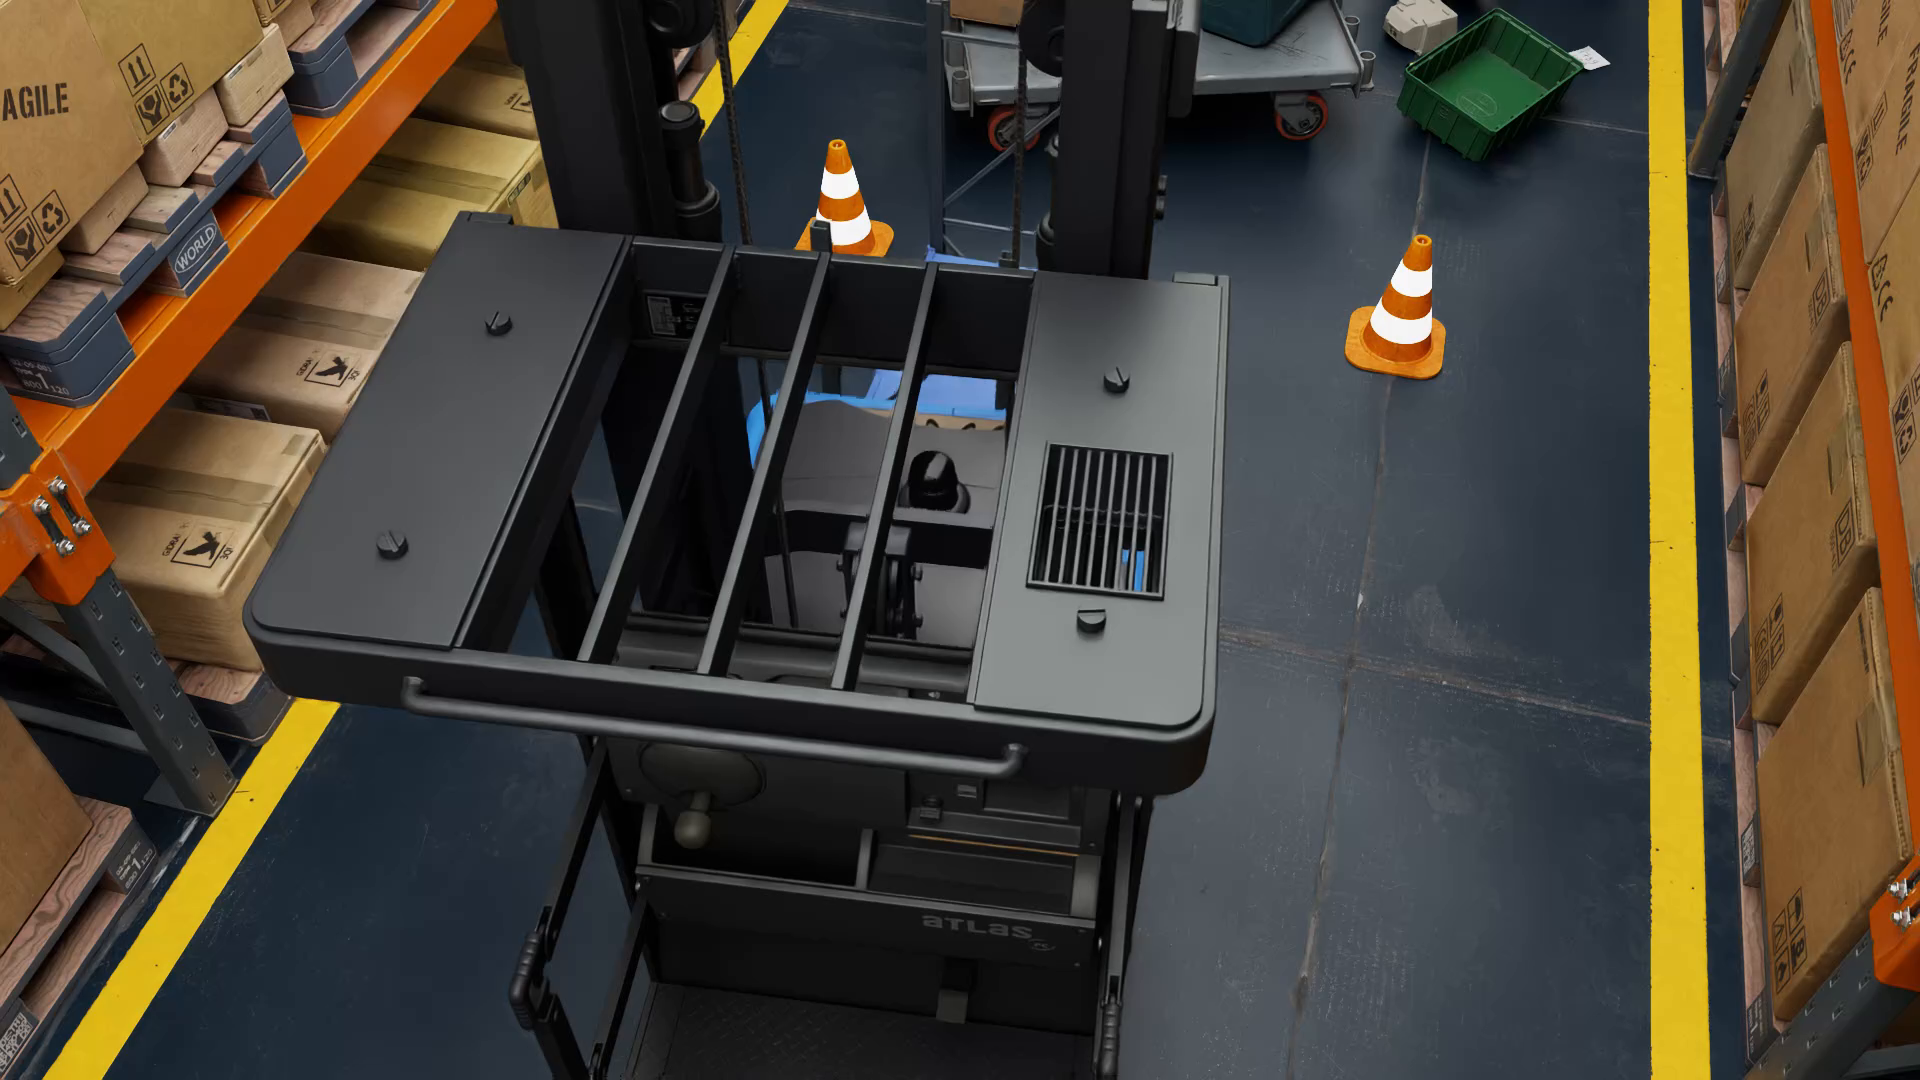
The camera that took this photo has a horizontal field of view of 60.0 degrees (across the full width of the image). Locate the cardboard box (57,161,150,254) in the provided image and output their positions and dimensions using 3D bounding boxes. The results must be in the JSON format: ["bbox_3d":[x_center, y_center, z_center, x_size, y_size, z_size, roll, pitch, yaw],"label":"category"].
[{"bbox_3d":[-2.141,-0.819,3.860,0.380,0.149,0.250,9,49,8],"label":"cardboard box"}]

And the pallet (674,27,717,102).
[{"bbox_3d":[-1.663,-1.774,6.675,1.003,0.211,1.213,12,50,10],"label":"pallet"}]

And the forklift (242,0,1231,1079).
[{"bbox_3d":[-0.210,0.497,2.857,1.130,2.935,3.031,6,49,5],"label":"forklift"}]

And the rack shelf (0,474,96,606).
[{"bbox_3d":[-3.039,1.318,2.566,1.077,0.370,4.000,12,50,10],"label":"rack shelf"}]

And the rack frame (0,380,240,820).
[{"bbox_3d":[-2.512,-0.367,3.573,1.000,3.000,0.127,12,50,10],"label":"rack frame"}]

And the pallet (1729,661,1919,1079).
[{"bbox_3d":[2.570,0.904,4.311,1.003,0.211,1.213,12,50,10],"label":"pallet"}]

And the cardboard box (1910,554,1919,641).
[{"bbox_3d":[2.149,0.125,3.073,0.500,0.500,0.500,12,50,10],"label":"cardboard box"}]

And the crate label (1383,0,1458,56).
[{"bbox_3d":[1.973,-2.209,7.108,0.298,0.136,0.250,-19,51,-16],"label":"crate label"}]

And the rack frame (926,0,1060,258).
[{"bbox_3d":[0.152,-0.938,5.078,0.500,1.500,0.032,11,50,10],"label":"rack frame"}]

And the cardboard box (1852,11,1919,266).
[{"bbox_3d":[2.544,-0.969,4.038,0.500,0.500,0.500,12,50,11],"label":"cardboard box"}]

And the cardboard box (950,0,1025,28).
[{"bbox_3d":[0.266,-2.354,6.489,0.500,0.500,0.500,12,50,10],"label":"cardboard box"}]

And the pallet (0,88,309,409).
[{"bbox_3d":[-2.427,-0.840,4.119,1.213,0.211,1.003,12,50,10],"label":"pallet"}]

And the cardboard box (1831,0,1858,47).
[{"bbox_3d":[2.812,-1.697,4.680,0.500,0.500,0.500,12,50,10],"label":"cardboard box"}]

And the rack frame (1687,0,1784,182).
[{"bbox_3d":[3.343,-2.357,5.329,1.000,3.000,0.127,12,50,10],"label":"rack frame"}]

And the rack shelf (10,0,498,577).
[{"bbox_3d":[-1.986,-1.576,5.120,1.077,0.370,4.000,12,50,10],"label":"rack shelf"}]

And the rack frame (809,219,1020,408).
[{"bbox_3d":[-0.108,-0.201,4.427,0.500,1.500,0.032,11,50,10],"label":"rack frame"}]

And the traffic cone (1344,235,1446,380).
[{"bbox_3d":[1.533,-0.845,5.687,0.336,0.463,0.334,12,50,10],"label":"traffic cone"}]

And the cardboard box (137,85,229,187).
[{"bbox_3d":[-2.024,-1.008,4.026,0.380,0.149,0.250,9,49,8],"label":"cardboard box"}]

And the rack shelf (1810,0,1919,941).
[{"bbox_3d":[2.816,-0.672,4.322,1.077,0.370,4.000,12,50,10],"label":"rack shelf"}]

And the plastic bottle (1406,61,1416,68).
[{"bbox_3d":[1.959,-1.882,6.870,0.133,0.061,0.283,-11,50,-10],"label":"plastic bottle"}]

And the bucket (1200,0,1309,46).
[{"bbox_3d":[1.154,-2.330,6.475,0.726,0.611,0.620,28,64,22],"label":"bucket"}]

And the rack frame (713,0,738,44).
[{"bbox_3d":[-1.459,-3.260,6.127,1.000,3.000,0.127,12,50,10],"label":"rack frame"}]

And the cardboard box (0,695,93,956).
[{"bbox_3d":[-2.774,0.680,3.786,0.875,0.875,0.875,11,50,10],"label":"cardboard box"}]

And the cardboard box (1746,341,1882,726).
[{"bbox_3d":[2.764,0.086,4.394,1.050,0.750,0.750,12,50,11],"label":"cardboard box"}]

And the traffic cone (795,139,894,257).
[{"bbox_3d":[-0.435,-1.248,6.043,0.336,0.463,0.334,12,50,10],"label":"traffic cone"}]

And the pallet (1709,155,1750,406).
[{"bbox_3d":[3.212,-0.861,5.869,1.003,0.211,1.213,12,50,10],"label":"pallet"}]

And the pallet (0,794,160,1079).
[{"bbox_3d":[-2.792,1.111,4.129,1.003,0.211,1.213,12,50,10],"label":"pallet"}]

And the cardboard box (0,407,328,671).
[{"bbox_3d":[-2.354,-0.043,4.760,0.950,0.372,0.625,9,49,7],"label":"cardboard box"}]

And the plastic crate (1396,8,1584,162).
[{"bbox_3d":[2.124,-1.829,6.701,0.662,0.188,0.450,-37,68,-28],"label":"plastic crate"}]

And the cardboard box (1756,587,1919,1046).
[{"bbox_3d":[2.537,0.719,3.835,1.050,0.750,0.750,11,49,10],"label":"cardboard box"}]

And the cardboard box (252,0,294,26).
[{"bbox_3d":[-1.907,-1.681,4.188,0.500,0.500,0.500,12,50,11],"label":"cardboard box"}]

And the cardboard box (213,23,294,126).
[{"bbox_3d":[-1.932,-1.203,4.198,0.380,0.149,0.250,12,50,10],"label":"cardboard box"}]

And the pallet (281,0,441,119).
[{"bbox_3d":[-2.031,-1.744,4.916,1.003,0.211,1.213,12,50,10],"label":"pallet"}]

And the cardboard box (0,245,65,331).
[{"bbox_3d":[-2.247,-0.621,3.685,0.380,0.149,0.250,9,49,8],"label":"cardboard box"}]

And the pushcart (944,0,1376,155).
[{"bbox_3d":[0.753,-1.979,6.745,1.648,0.377,0.936,-4,49,-3],"label":"pushcart"}]

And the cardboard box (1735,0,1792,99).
[{"bbox_3d":[3.576,-2.234,6.358,0.875,0.875,0.875,12,50,11],"label":"cardboard box"}]

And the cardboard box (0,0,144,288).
[{"bbox_3d":[-2.171,-0.917,3.514,0.500,0.500,0.500,10,49,9],"label":"cardboard box"}]

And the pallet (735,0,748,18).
[{"bbox_3d":[-1.317,-2.830,7.607,1.003,0.211,1.213,12,50,10],"label":"pallet"}]

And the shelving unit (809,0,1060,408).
[{"bbox_3d":[0.022,-0.570,4.753,0.538,1.500,1.048,11,50,10],"label":"shelving unit"}]

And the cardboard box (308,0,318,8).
[{"bbox_3d":[-1.907,-1.605,4.553,0.380,0.149,0.250,13,50,12],"label":"cardboard box"}]

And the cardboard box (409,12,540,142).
[{"bbox_3d":[-1.781,-1.629,6.160,0.950,0.372,0.625,14,50,12],"label":"cardboard box"}]

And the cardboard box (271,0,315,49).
[{"bbox_3d":[-1.944,-1.393,4.366,0.380,0.149,0.250,14,50,12],"label":"cardboard box"}]

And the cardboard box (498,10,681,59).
[{"bbox_3d":[-1.595,-2.150,6.619,0.950,0.372,0.625,12,50,11],"label":"cardboard box"}]

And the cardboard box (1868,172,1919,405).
[{"bbox_3d":[2.414,-0.597,3.710,0.500,0.500,0.500,11,49,9],"label":"cardboard box"}]

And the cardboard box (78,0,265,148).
[{"bbox_3d":[-2.040,-1.296,3.848,0.500,0.500,0.500,14,50,12],"label":"cardboard box"}]

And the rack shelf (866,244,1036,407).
[{"bbox_3d":[0.022,-0.451,4.887,0.538,0.185,1.000,11,50,10],"label":"rack shelf"}]

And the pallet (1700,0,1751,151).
[{"bbox_3d":[3.618,-1.968,6.847,1.003,0.211,1.213,12,50,10],"label":"pallet"}]

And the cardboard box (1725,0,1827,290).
[{"bbox_3d":[3.266,-1.284,5.603,1.050,0.750,0.750,11,50,10],"label":"cardboard box"}]

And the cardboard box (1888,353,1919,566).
[{"bbox_3d":[2.282,-0.236,3.391,0.500,0.500,0.500,12,50,10],"label":"cardboard box"}]

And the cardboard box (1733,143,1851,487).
[{"bbox_3d":[3.008,-0.587,4.988,1.050,0.750,0.750,12,50,10],"label":"cardboard box"}]

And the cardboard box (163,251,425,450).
[{"bbox_3d":[-2.167,-0.579,5.233,0.950,0.372,0.625,11,49,9],"label":"cardboard box"}]

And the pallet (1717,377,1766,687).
[{"bbox_3d":[2.893,0.024,5.088,1.003,0.211,1.213,12,50,10],"label":"pallet"}]

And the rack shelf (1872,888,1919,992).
[{"bbox_3d":[1.763,2.221,1.769,1.077,0.370,4.000,12,50,10],"label":"rack shelf"}]

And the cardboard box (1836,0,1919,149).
[{"bbox_3d":[2.678,-1.336,4.362,0.500,0.500,0.500,11,50,10],"label":"cardboard box"}]

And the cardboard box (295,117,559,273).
[{"bbox_3d":[-1.962,-1.126,5.716,0.950,0.372,0.625,13,50,11],"label":"cardboard box"}]

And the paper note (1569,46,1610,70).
[{"bbox_3d":[2.646,-2.039,7.029,0.147,0.020,0.142,-19,51,-16],"label":"paper note"}]

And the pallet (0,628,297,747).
[{"bbox_3d":[-2.305,-0.009,5.117,1.003,0.211,1.213,12,50,10],"label":"pallet"}]
